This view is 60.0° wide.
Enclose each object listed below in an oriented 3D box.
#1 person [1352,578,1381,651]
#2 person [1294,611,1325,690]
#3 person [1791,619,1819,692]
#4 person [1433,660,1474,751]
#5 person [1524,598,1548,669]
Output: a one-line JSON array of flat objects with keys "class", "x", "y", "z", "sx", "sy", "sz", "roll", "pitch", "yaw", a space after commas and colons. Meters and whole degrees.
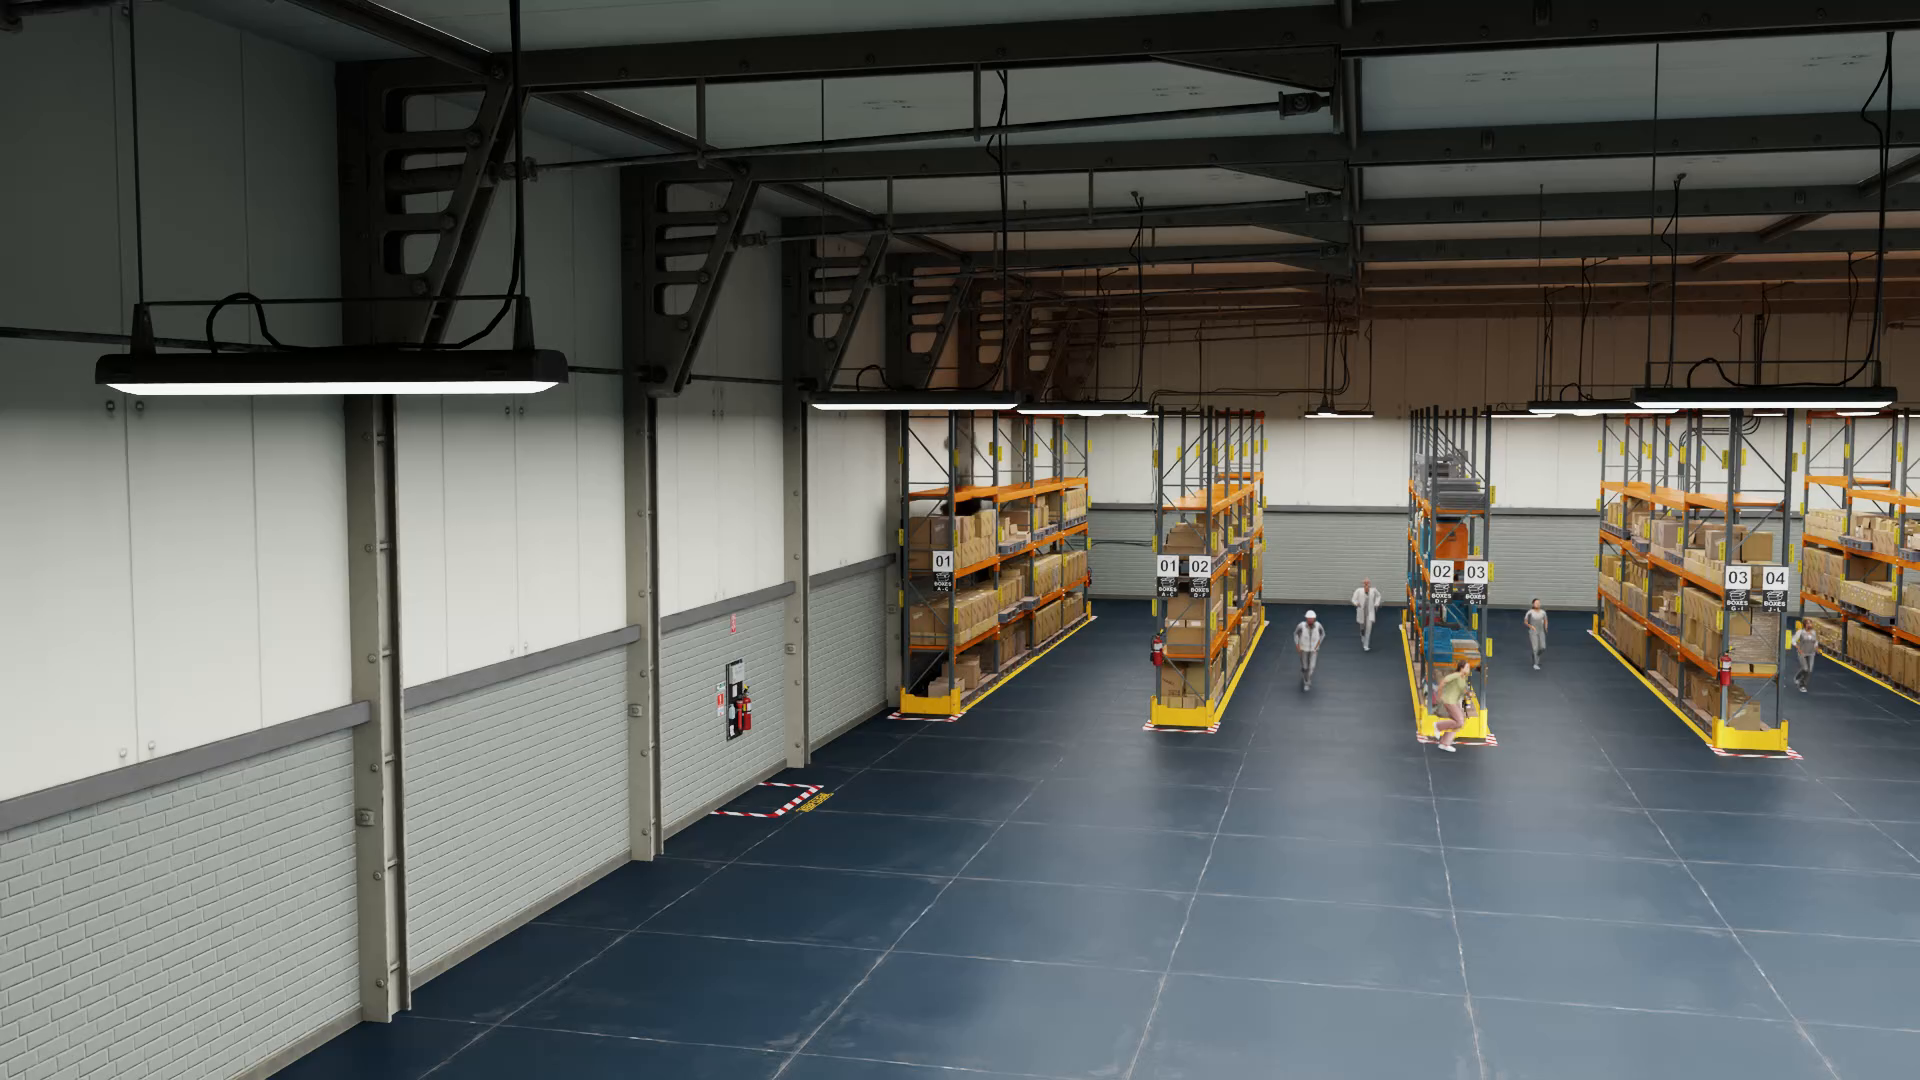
[{"class": "person", "x": 10.229, "y": 1.859, "z": 41.878, "sx": 0.717, "sy": 1.804, "sz": 0.968, "roll": 1, "pitch": 4, "yaw": 13}, {"class": "person", "x": 7.467, "y": 2.341, "z": 35.587, "sx": 0.657, "sy": 1.718, "sz": 0.875, "roll": 0, "pitch": 4, "yaw": 1}, {"class": "person", "x": 17.833, "y": 2.430, "z": 35.047, "sx": 0.516, "sy": 1.554, "sz": 0.529, "roll": 0, "pitch": 4, "yaw": 2}, {"class": "person", "x": 8.578, "y": 2.867, "z": 28.895, "sx": 0.677, "sy": 1.597, "sz": 0.571, "roll": 3, "pitch": 5, "yaw": 34}, {"class": "person", "x": 13.326, "y": 2.166, "z": 38.423, "sx": 0.564, "sy": 1.620, "sz": 0.565, "roll": 0, "pitch": 4, "yaw": 2}]
